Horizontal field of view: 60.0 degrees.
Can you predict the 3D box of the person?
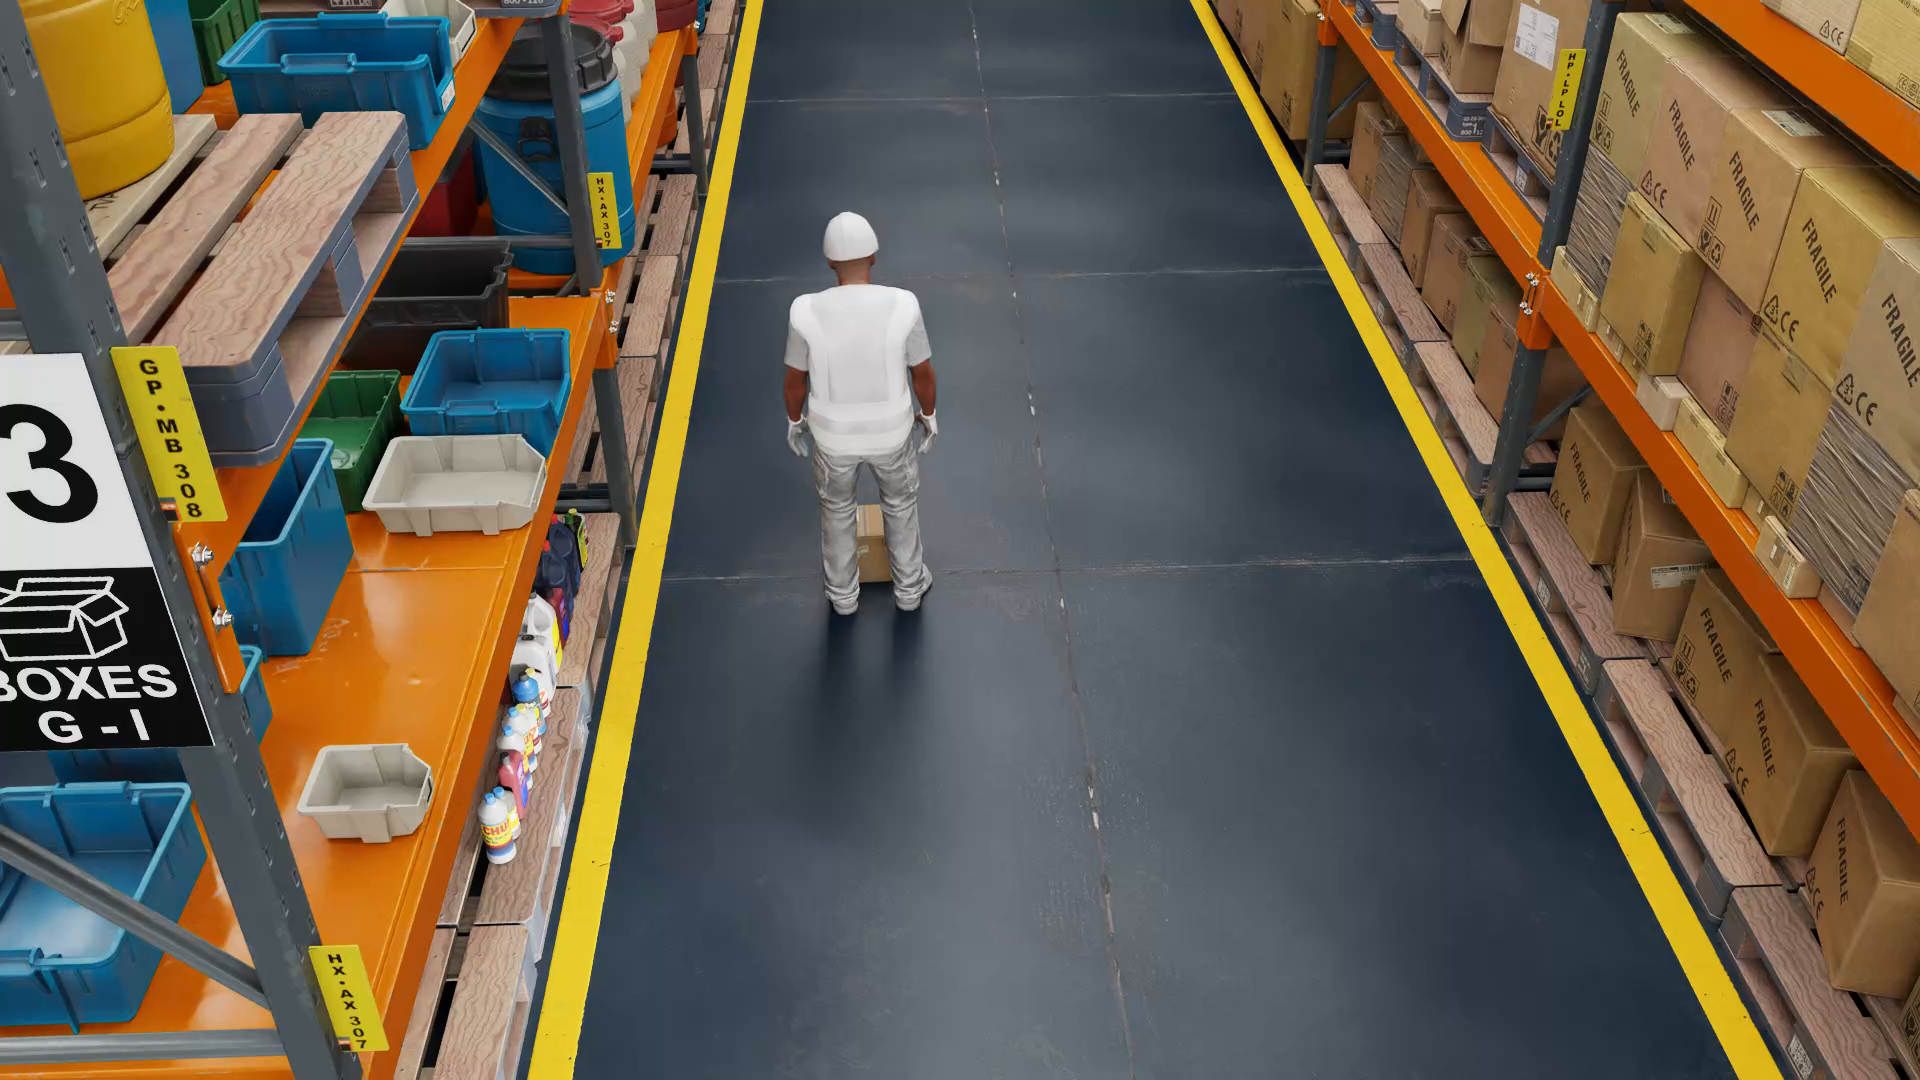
[{"bbox_3d":[-0.399,-0.478,6.820,0.619,1.774,0.452,-2,35,-3],"label":"person"}]
